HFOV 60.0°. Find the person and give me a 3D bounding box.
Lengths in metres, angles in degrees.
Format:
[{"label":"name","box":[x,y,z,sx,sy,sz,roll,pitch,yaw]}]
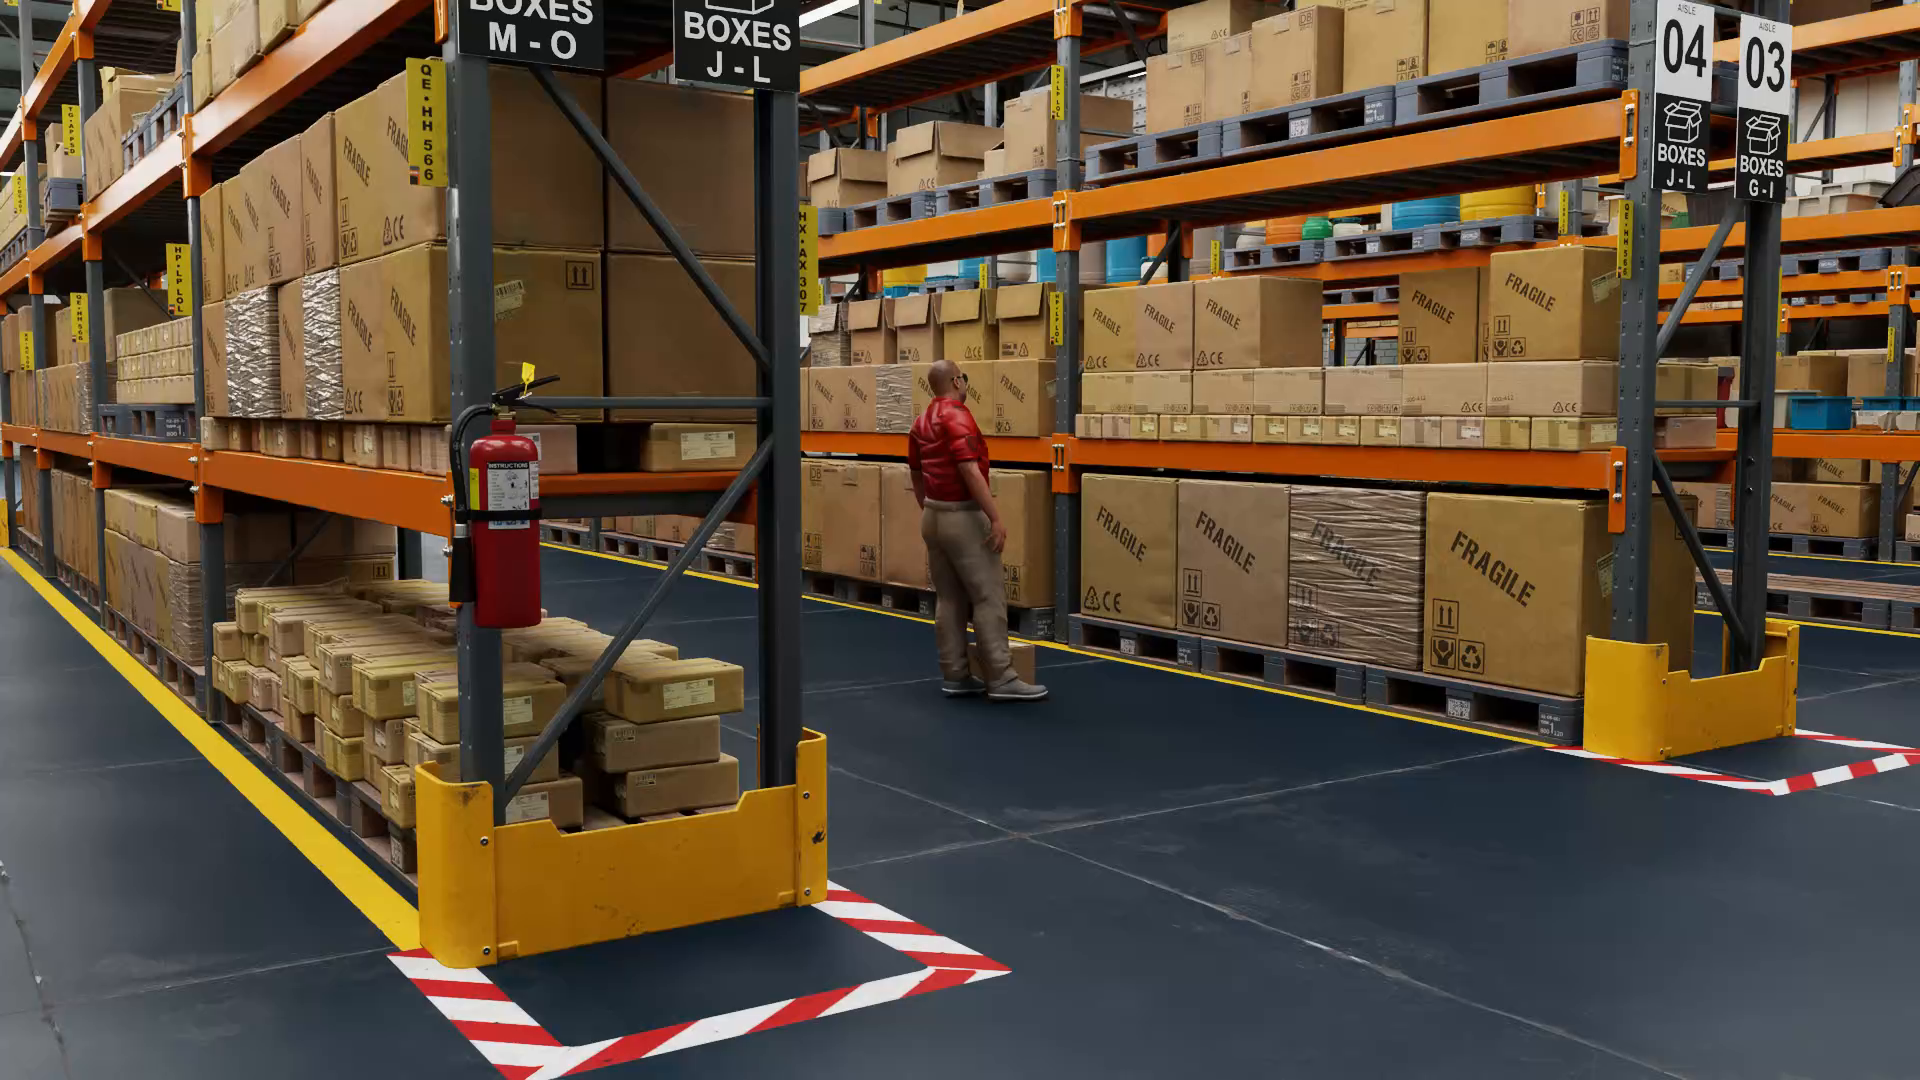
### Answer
[{"label":"person","box":[0.073,-0.060,8.559,0.551,1.727,0.640,-3,6,-34]}]
